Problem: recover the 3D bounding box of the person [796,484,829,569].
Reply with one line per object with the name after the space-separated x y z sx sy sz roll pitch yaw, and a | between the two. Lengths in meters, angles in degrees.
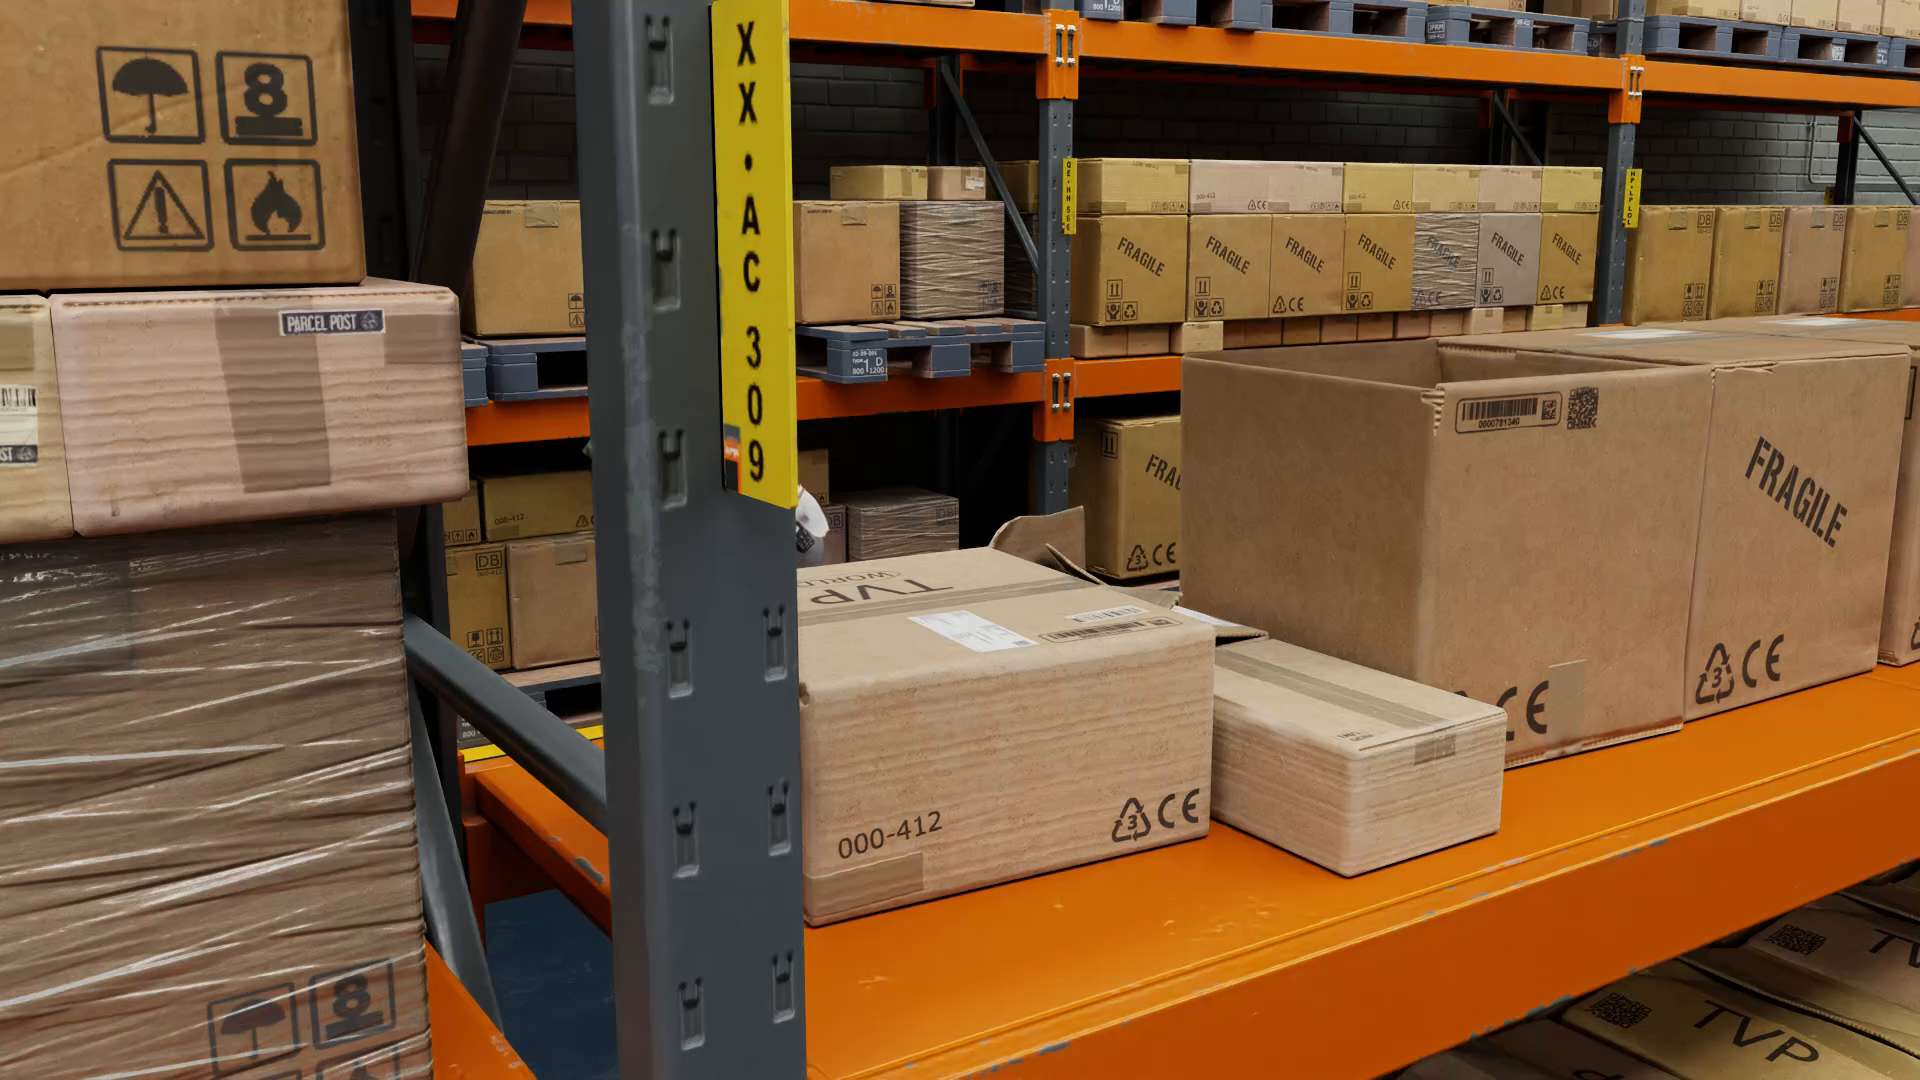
-0.851 0.170 5.764 0.831 1.411 0.412 -8 14 -34 | person
